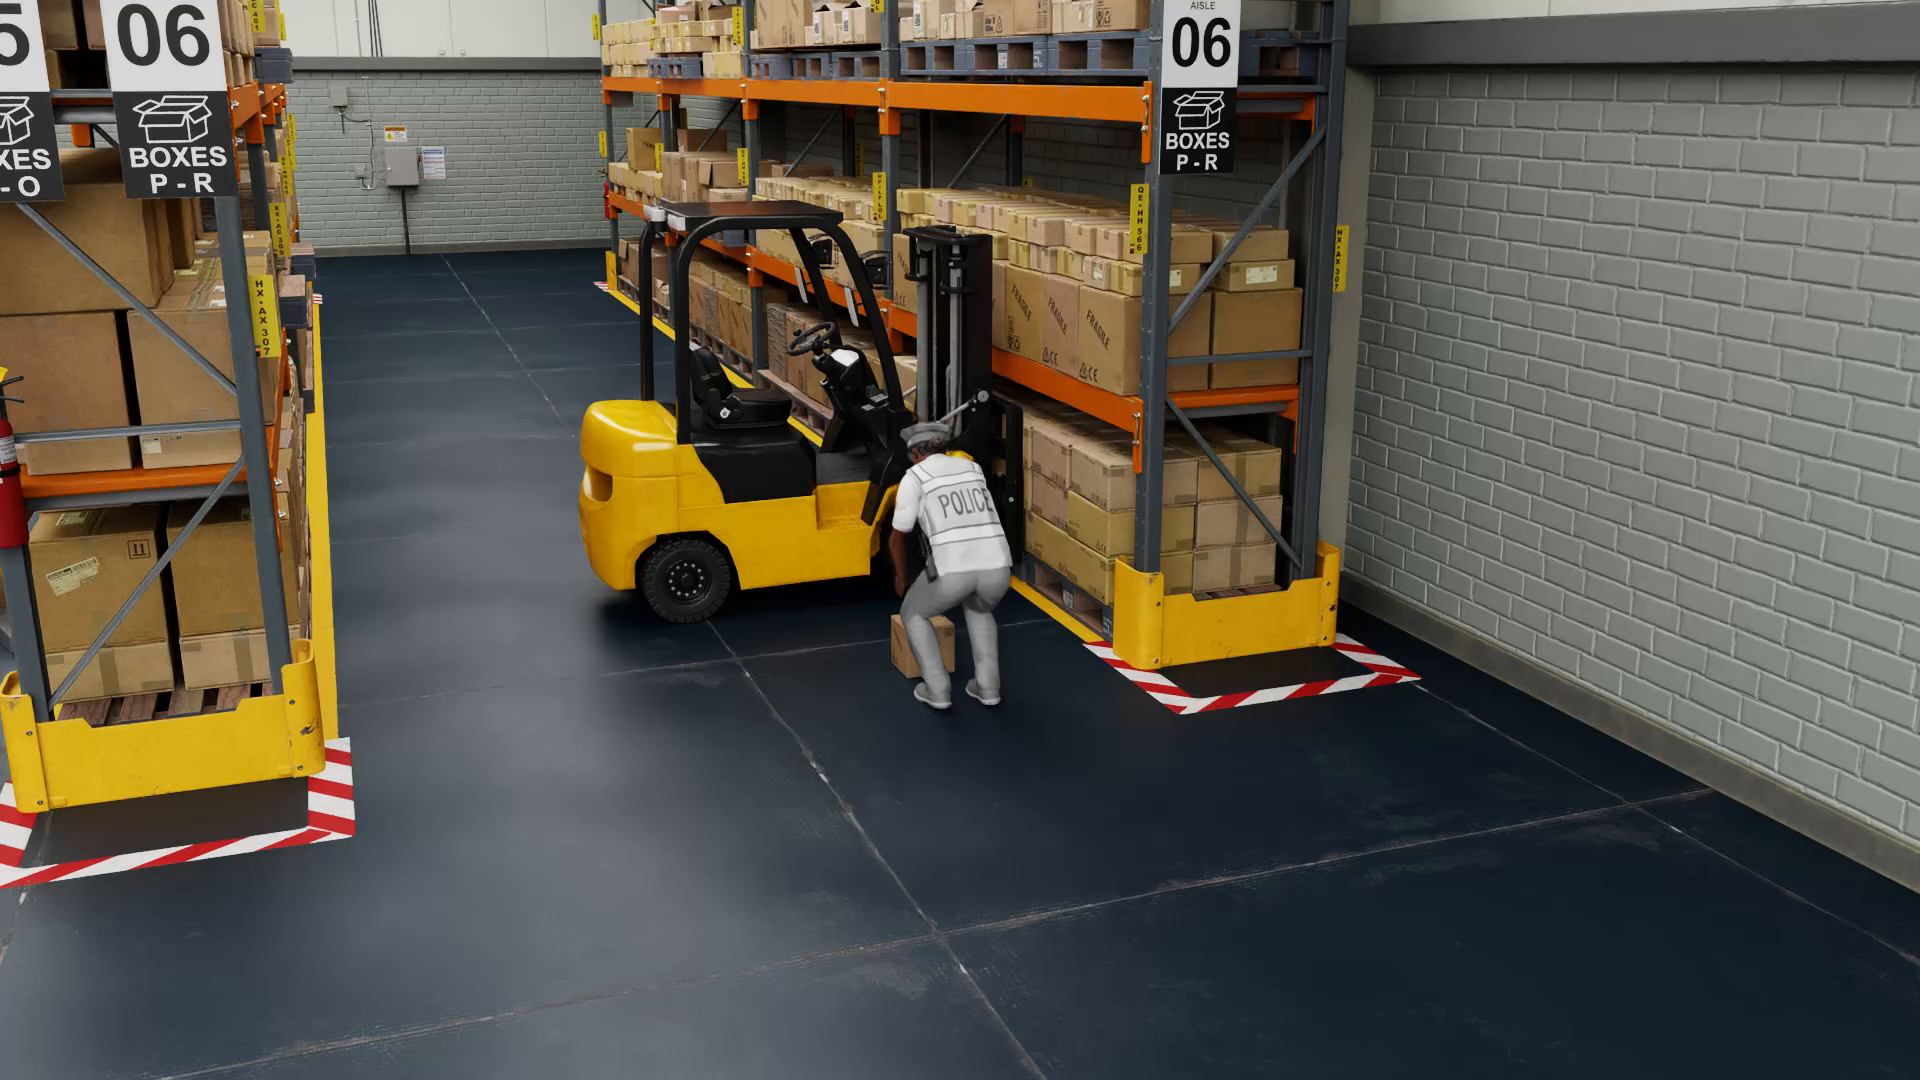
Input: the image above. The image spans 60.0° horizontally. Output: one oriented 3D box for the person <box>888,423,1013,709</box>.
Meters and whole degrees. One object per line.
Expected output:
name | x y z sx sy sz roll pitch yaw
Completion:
person | -0.066 0.128 7.768 0.496 1.294 0.755 -6 17 -20
